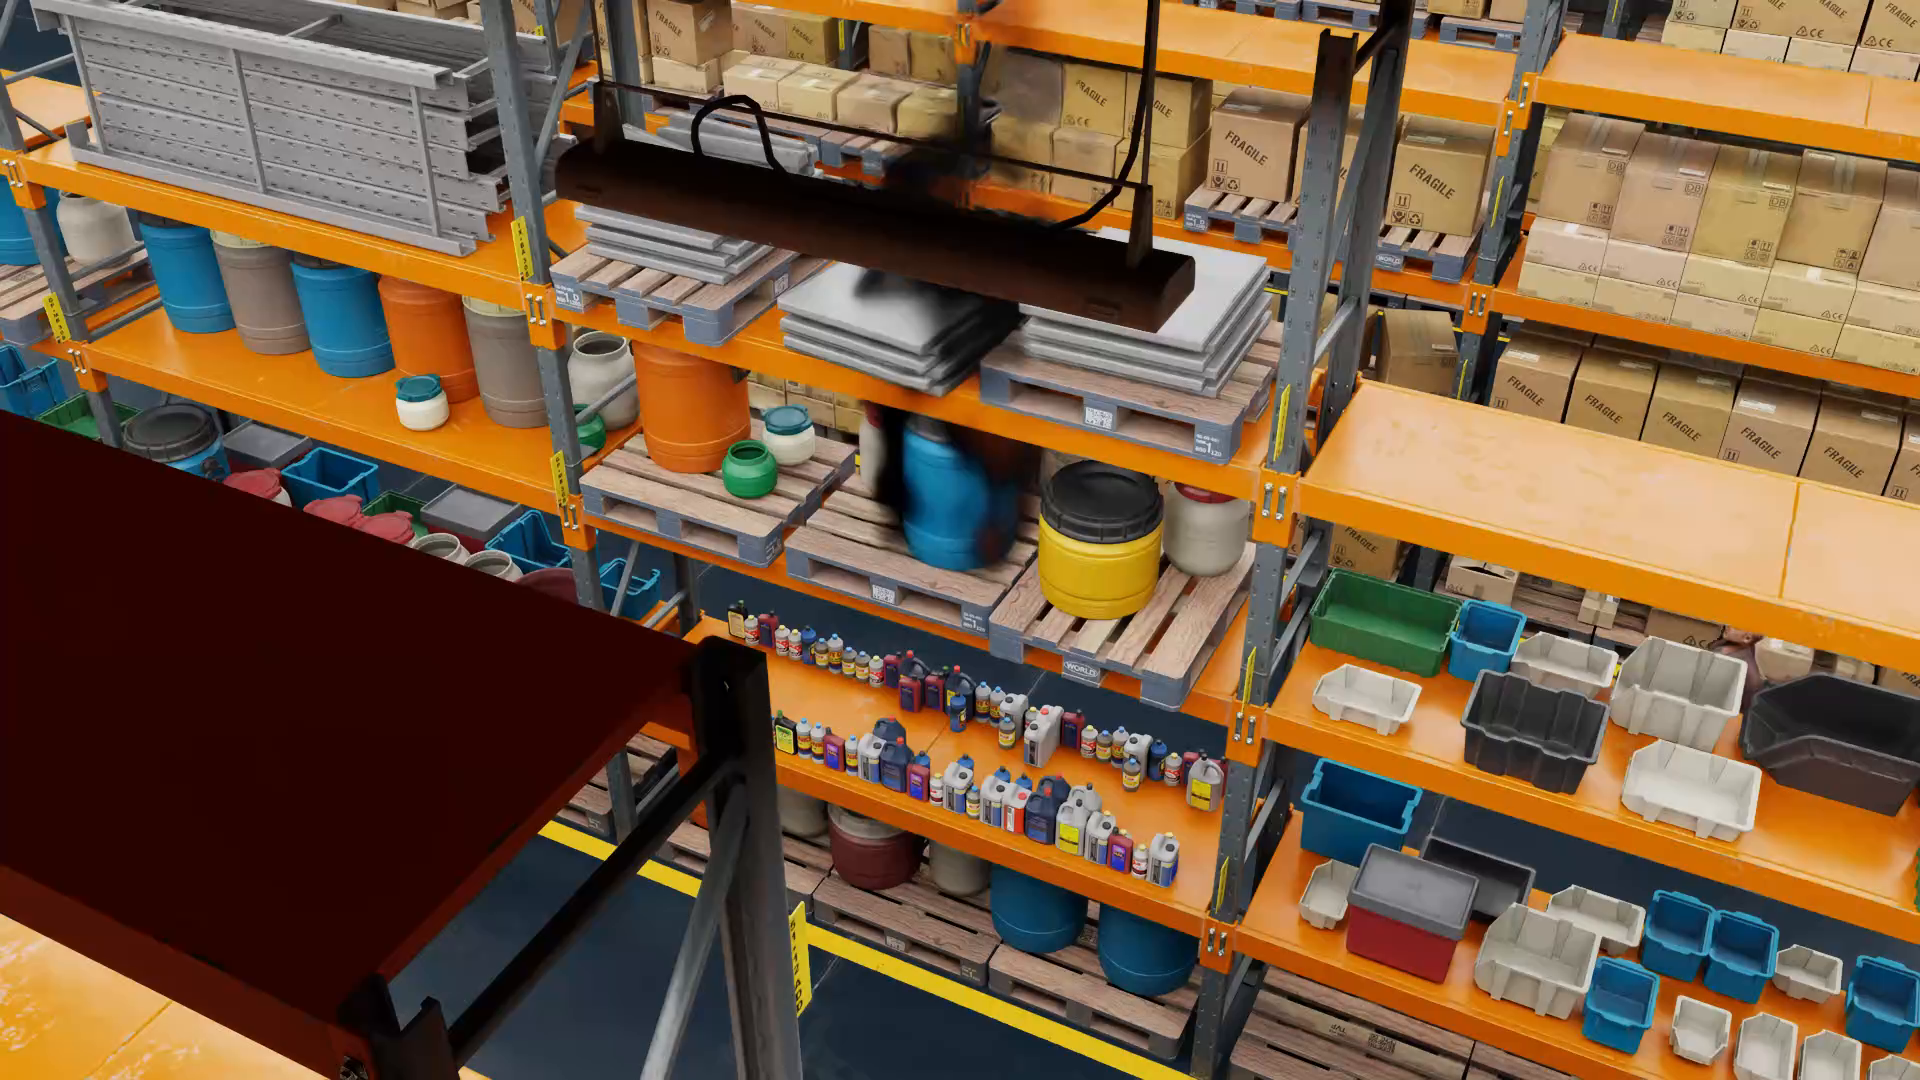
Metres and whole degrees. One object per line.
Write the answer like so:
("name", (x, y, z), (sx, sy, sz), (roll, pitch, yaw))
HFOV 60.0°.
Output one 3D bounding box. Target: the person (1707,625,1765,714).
("person", (4.887, 1.256, 10.776), (0.699, 1.538, 0.728), (10, 36, 14))
